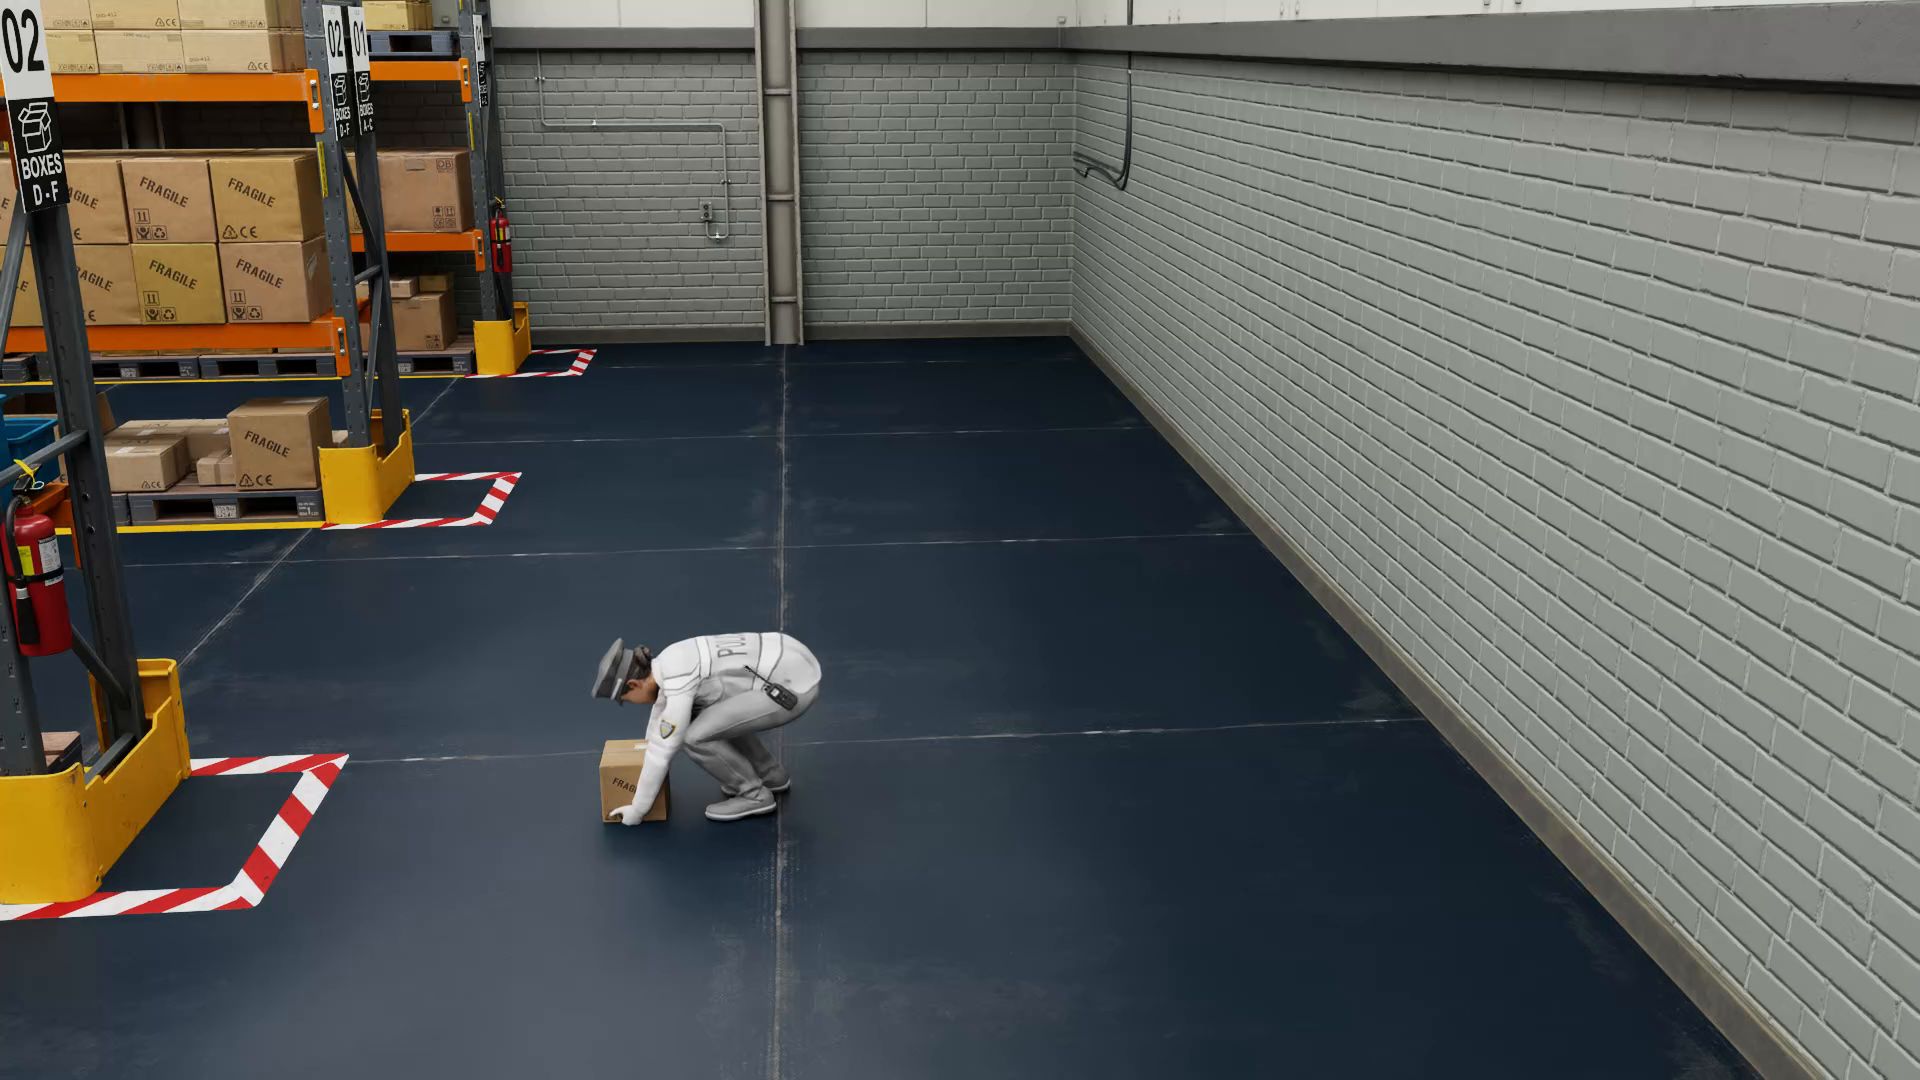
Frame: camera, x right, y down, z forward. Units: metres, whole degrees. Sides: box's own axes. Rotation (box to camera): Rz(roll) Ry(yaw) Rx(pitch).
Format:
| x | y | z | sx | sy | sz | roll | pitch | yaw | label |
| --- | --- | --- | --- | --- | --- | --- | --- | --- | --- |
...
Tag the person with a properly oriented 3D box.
| x | y | z | sx | sy | sz | roll | pitch | yaw | label |
| --- | --- | --- | --- | --- | --- | --- | --- | --- | --- |
| -1.012 | 0.740 | 6.713 | 0.914 | 0.759 | 0.445 | -2 | 17 | -7 | person |
